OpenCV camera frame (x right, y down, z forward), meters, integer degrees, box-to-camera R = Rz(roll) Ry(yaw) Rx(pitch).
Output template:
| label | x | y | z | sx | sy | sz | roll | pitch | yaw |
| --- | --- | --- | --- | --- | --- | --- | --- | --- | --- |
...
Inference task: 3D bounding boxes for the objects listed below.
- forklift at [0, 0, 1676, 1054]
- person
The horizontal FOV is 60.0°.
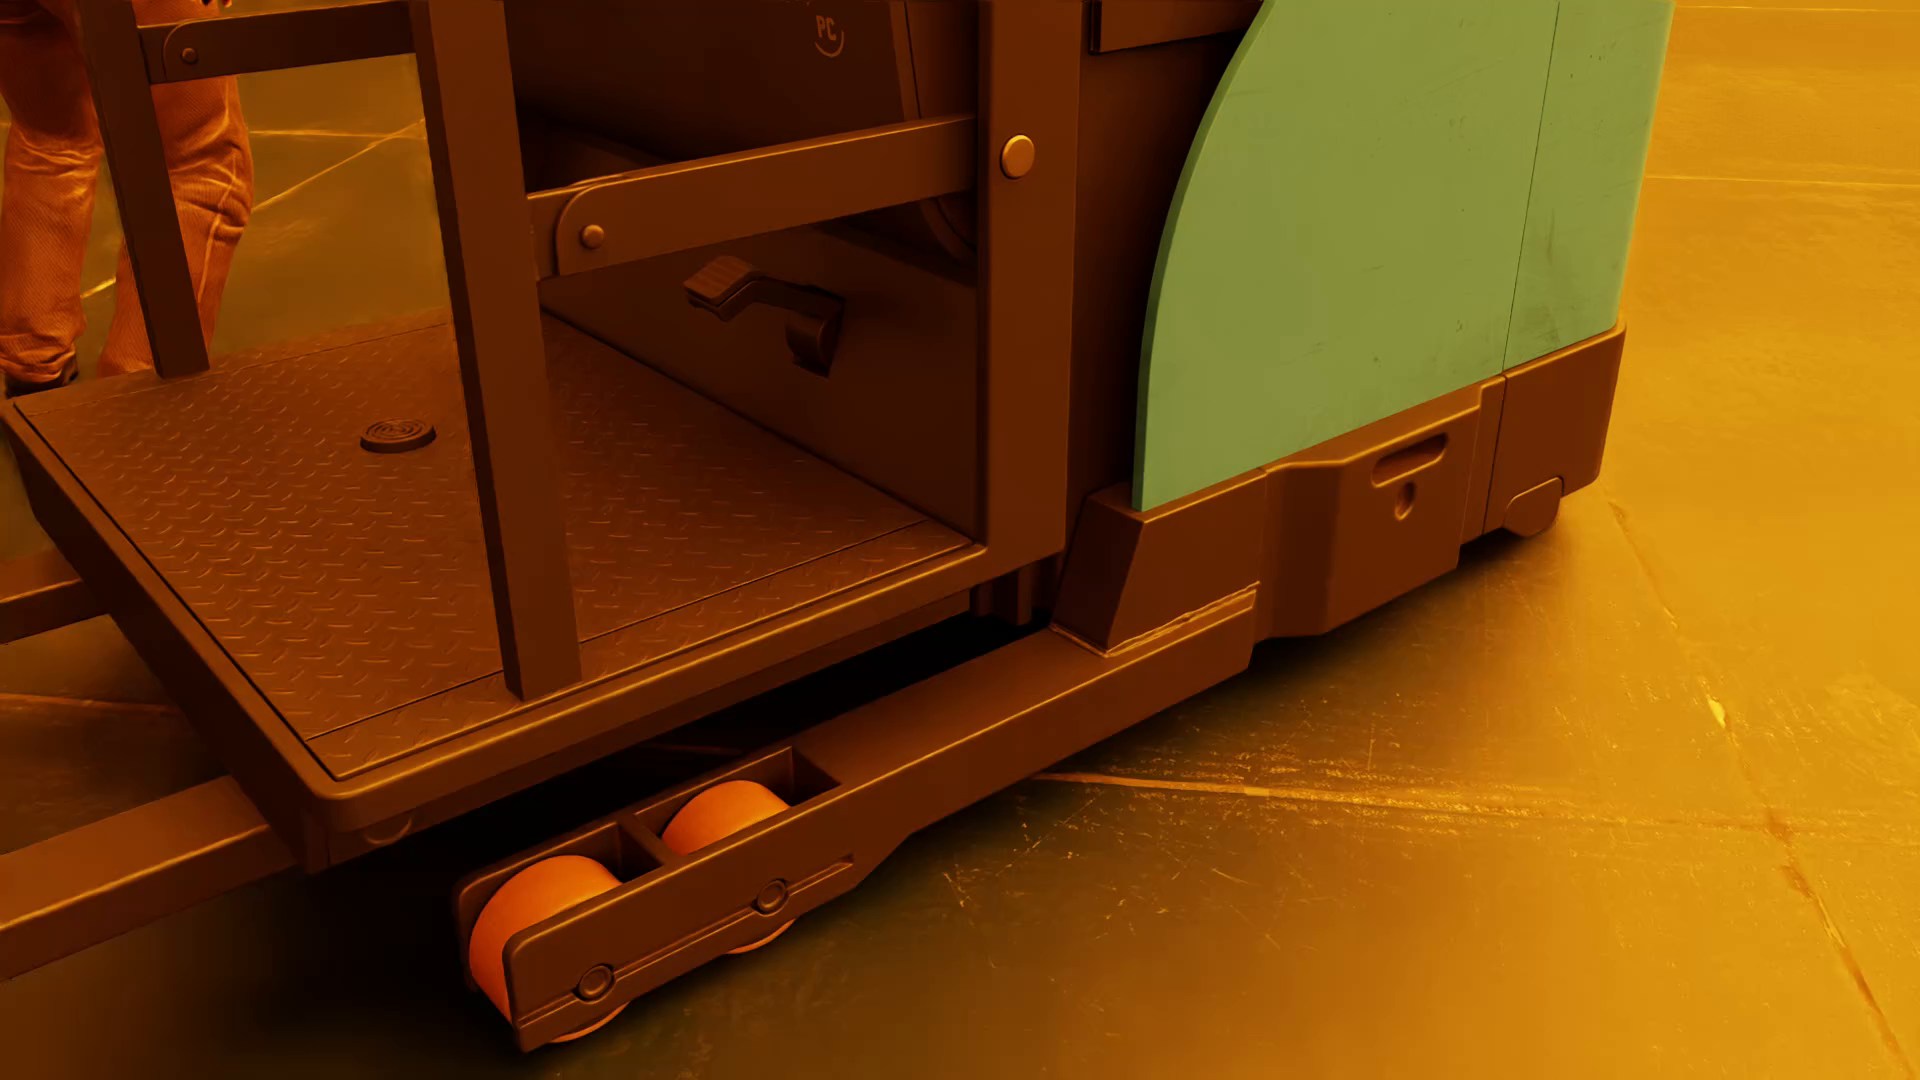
| label | x | y | z | sx | sy | sz | roll | pitch | yaw |
| --- | --- | --- | --- | --- | --- | --- | --- | --- | --- |
| forklift | -0.472 | -1.109 | 1.440 | 3.031 | 2.935 | 1.130 | -20 | 33 | -35 |
| person | -1.418 | -0.946 | 2.582 | 0.846 | 1.696 | 0.433 | 12 | 29 | 22 |
